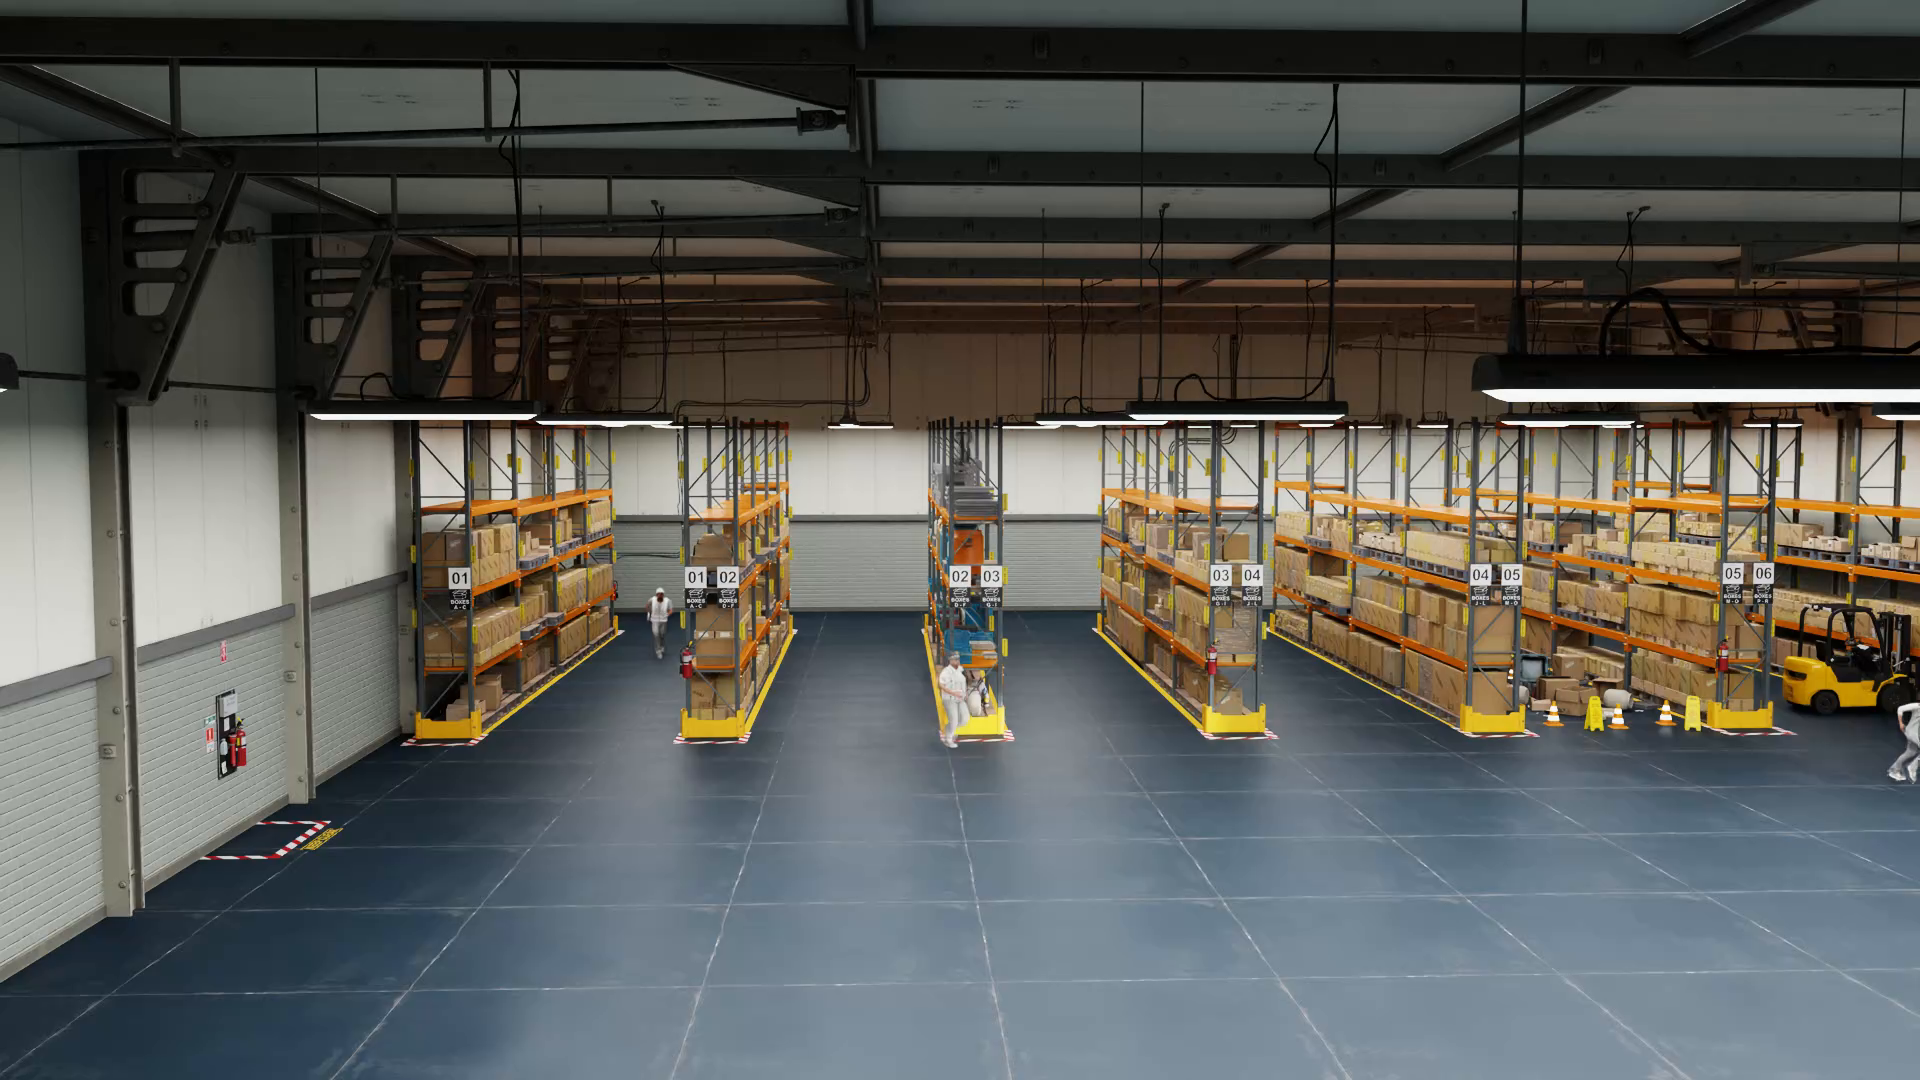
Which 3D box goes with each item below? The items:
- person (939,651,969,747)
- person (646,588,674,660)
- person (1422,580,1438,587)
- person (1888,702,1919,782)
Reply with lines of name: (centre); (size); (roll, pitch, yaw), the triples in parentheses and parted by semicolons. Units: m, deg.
person: (-0.075, 2.879, 30.193); (0.615, 1.739, 0.708); (4, 5, 44)
person: (-7.613, 2.086, 42.222); (0.685, 1.790, 0.967); (-1, 4, -11)
person: (13.915, 1.643, 49.372); (0.678, 1.736, 0.710); (-1, 4, -13)
person: (15.488, 3.178, 26.936); (0.526, 1.523, 0.820); (-3, 5, -36)
